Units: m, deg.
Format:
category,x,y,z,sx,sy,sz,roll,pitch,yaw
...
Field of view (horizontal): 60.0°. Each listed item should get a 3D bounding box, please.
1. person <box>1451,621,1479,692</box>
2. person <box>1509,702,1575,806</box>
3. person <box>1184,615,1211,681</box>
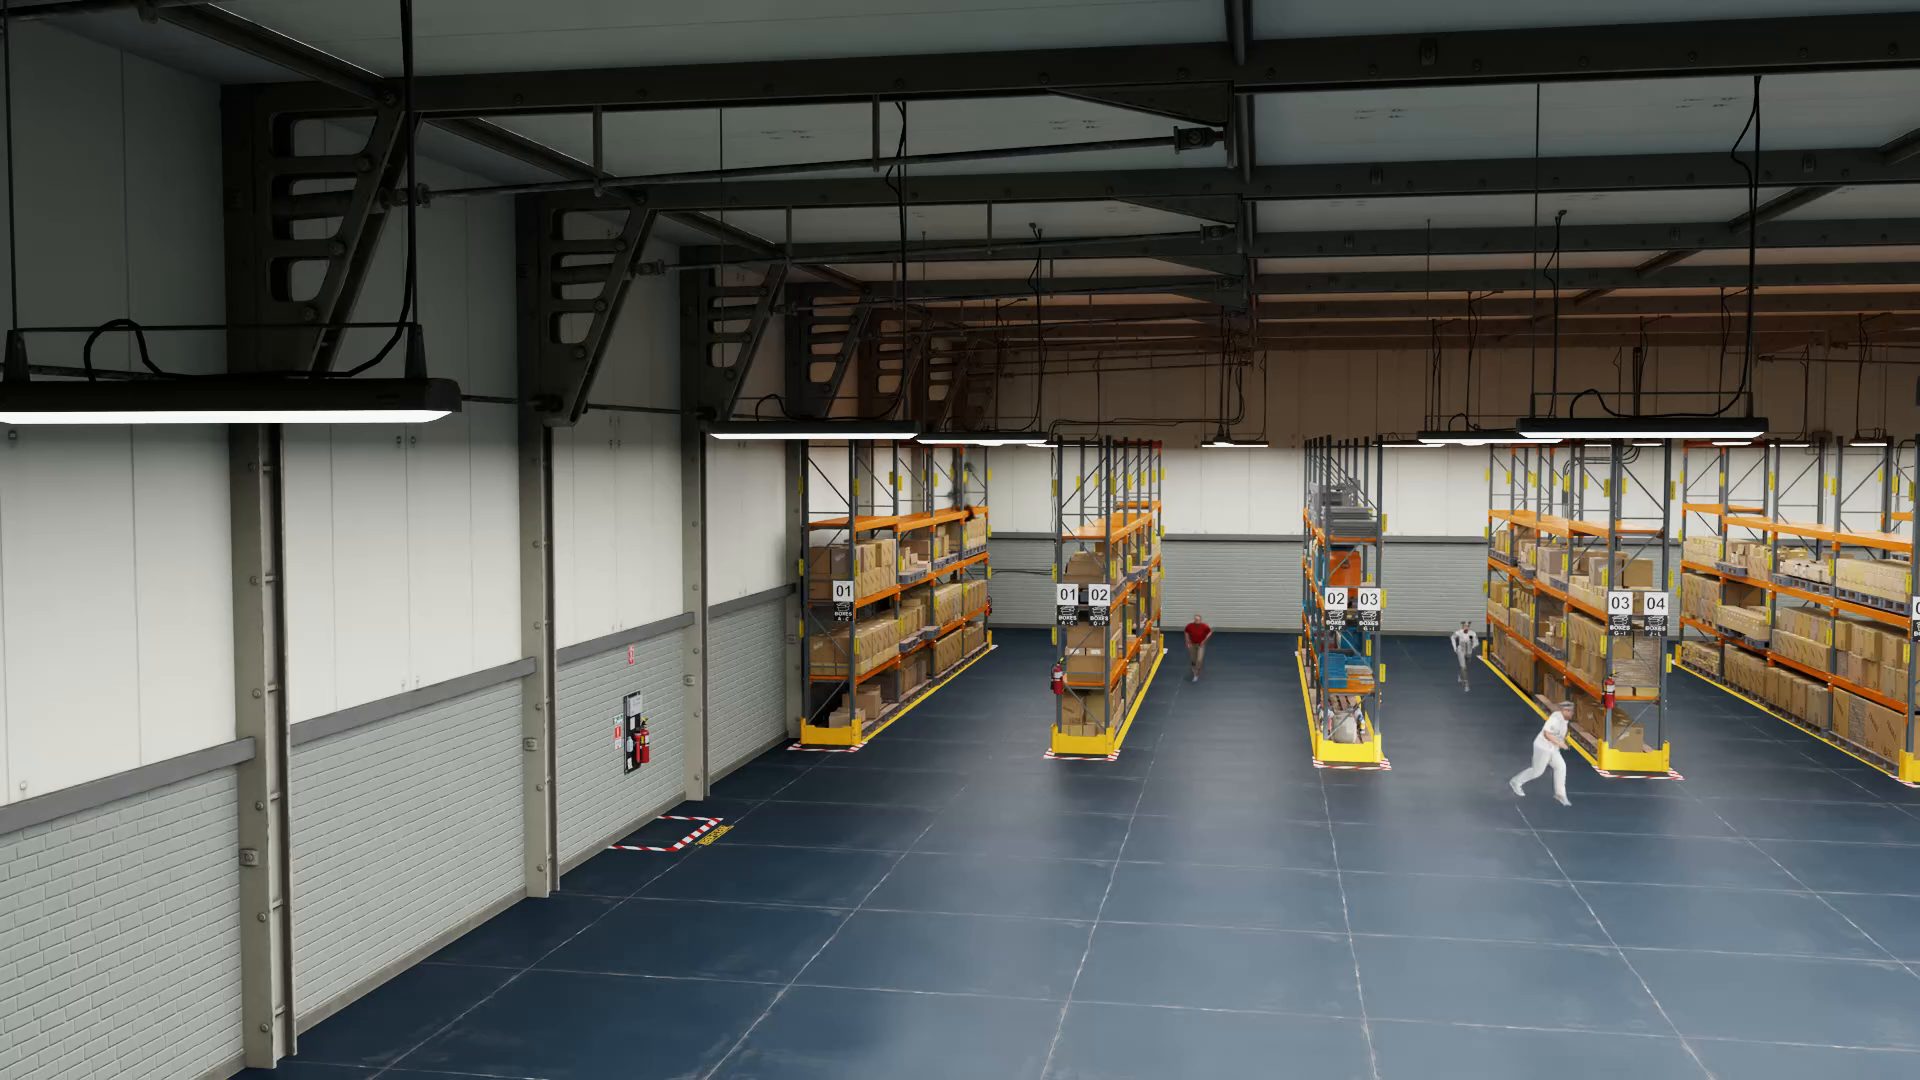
category,x,y,z,sx,sy,sz,roll,pitch,yaw
person,12.085,2.749,39.821,0.617,1.681,1.059,0,3,3
person,9.481,3.447,27.092,1.022,1.720,0.703,2,4,33
person,5.931,2.677,41.510,0.660,1.670,0.802,0,3,5
